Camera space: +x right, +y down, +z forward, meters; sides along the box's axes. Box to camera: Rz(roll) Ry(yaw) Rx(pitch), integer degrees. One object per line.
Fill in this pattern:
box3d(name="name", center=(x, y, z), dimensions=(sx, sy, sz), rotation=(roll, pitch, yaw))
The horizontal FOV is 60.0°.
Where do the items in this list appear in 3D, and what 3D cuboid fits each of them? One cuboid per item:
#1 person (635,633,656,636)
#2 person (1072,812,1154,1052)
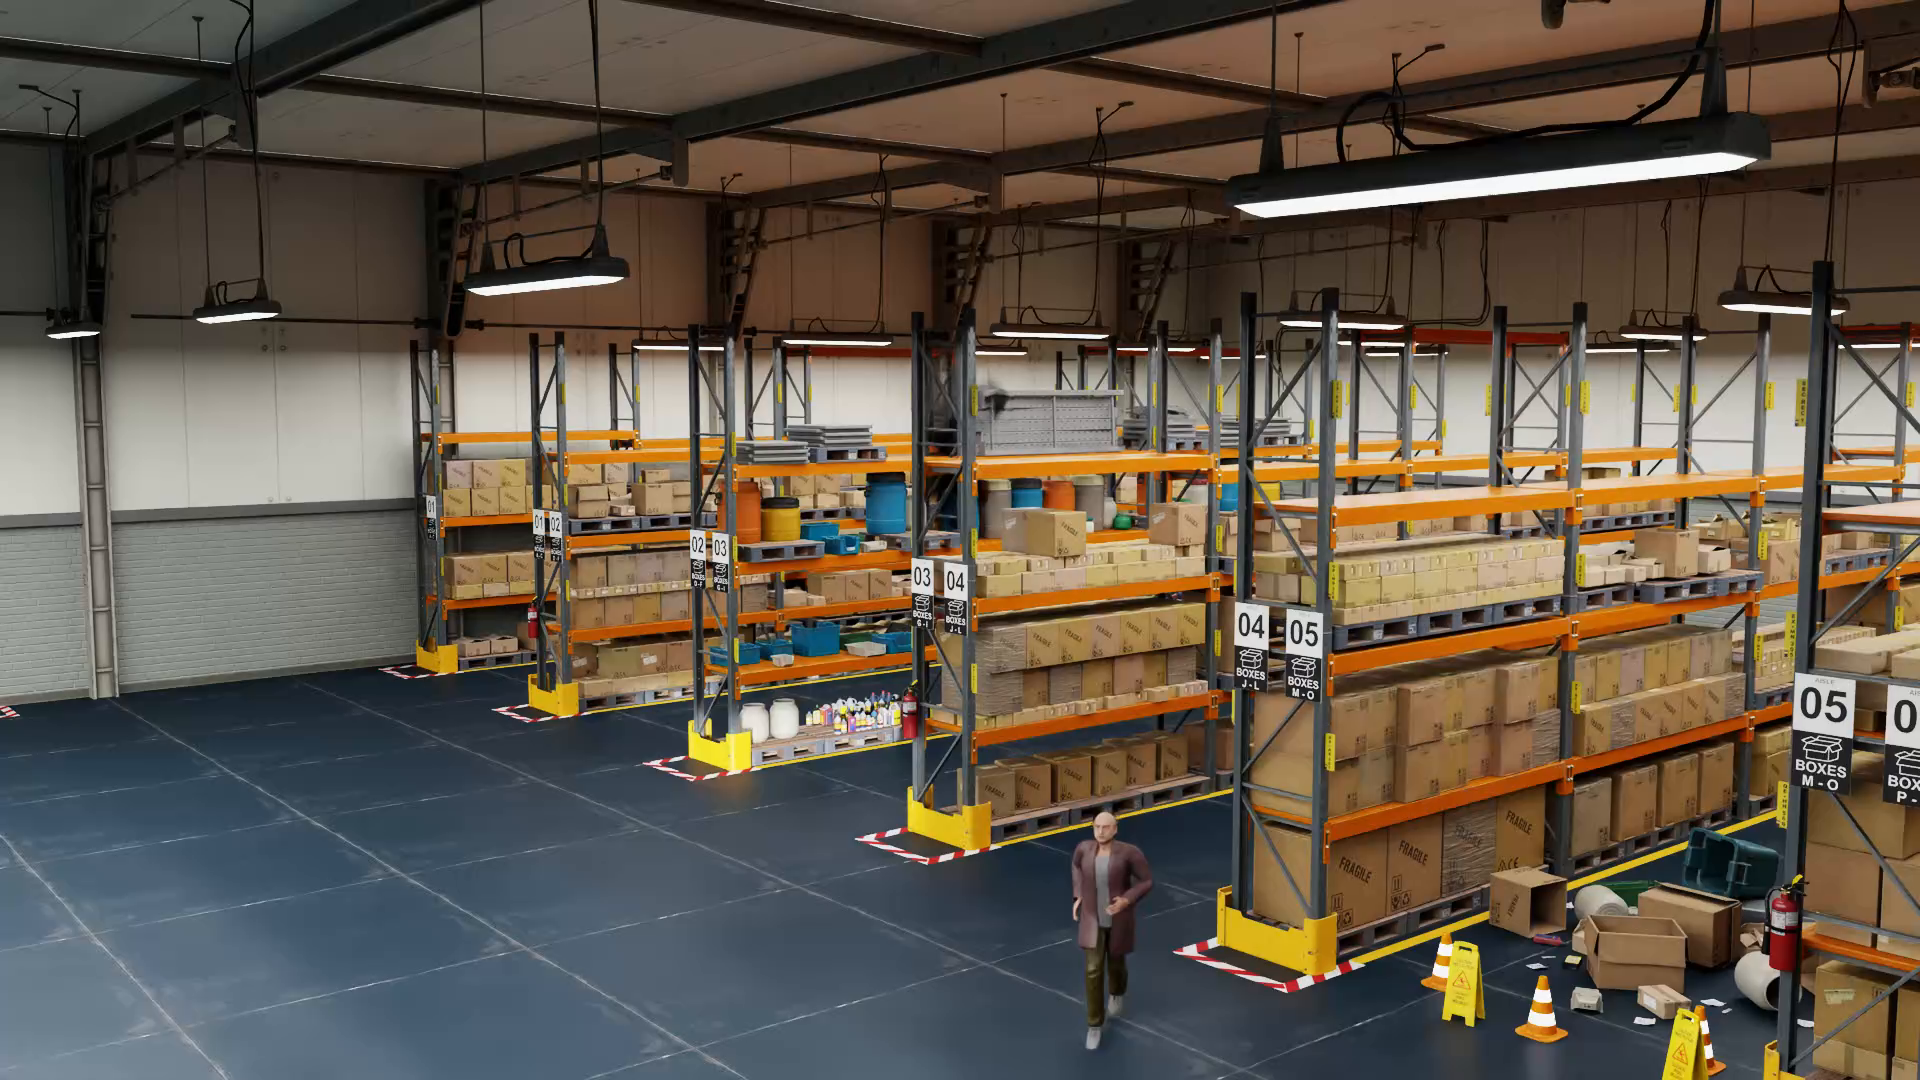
box3d(name="person", center=(-5.529, 1.601, 29.075), dimensions=(0.690, 1.749, 0.687), rotation=(-5, 7, -44))
box3d(name="person", center=(1.205, 3.050, 13.285), dimensions=(0.700, 1.825, 0.920), rotation=(1, 5, 15))
